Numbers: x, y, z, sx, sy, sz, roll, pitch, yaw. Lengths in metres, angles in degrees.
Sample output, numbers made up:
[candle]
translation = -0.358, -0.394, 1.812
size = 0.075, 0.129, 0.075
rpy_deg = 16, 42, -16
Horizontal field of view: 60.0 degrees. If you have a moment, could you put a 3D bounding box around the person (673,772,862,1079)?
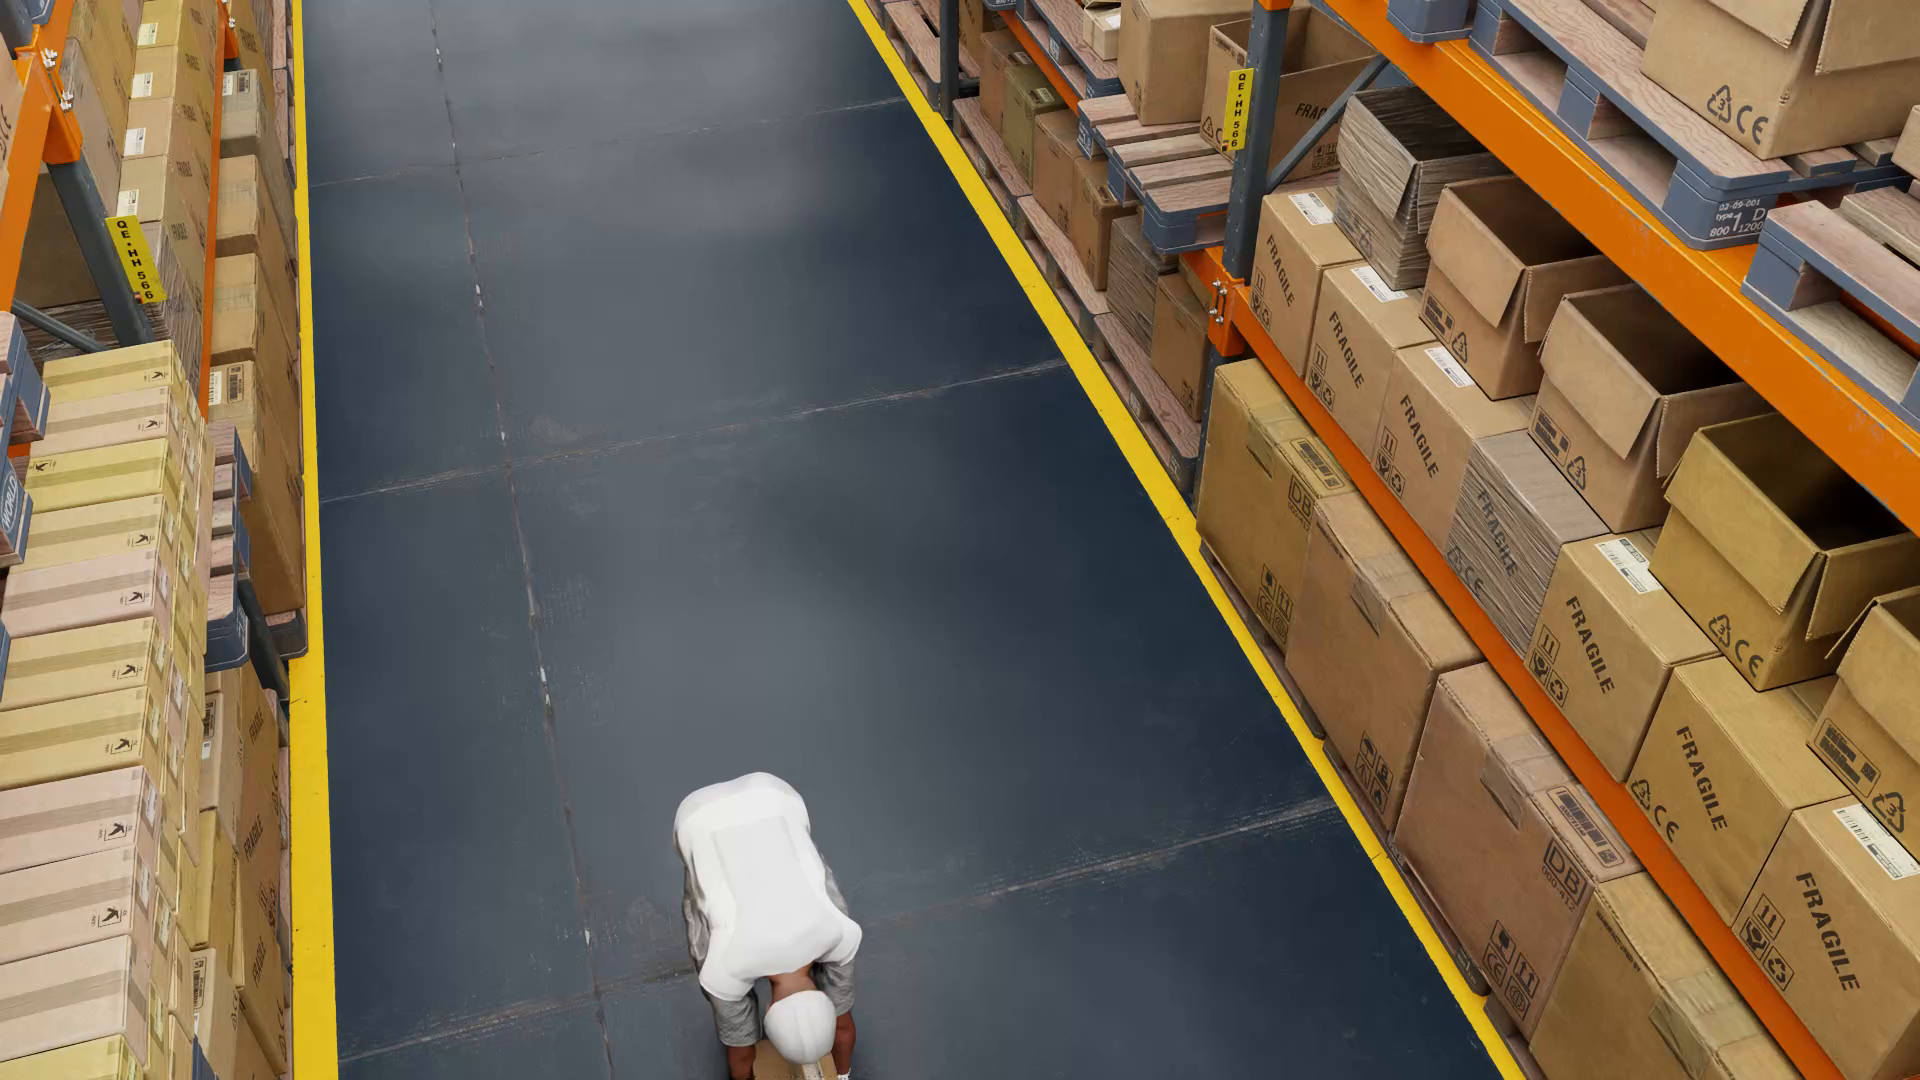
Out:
[person]
translation = -0.583, 1.326, 5.279
size = 0.519, 0.960, 0.982
rpy_deg = -14, 44, -15
